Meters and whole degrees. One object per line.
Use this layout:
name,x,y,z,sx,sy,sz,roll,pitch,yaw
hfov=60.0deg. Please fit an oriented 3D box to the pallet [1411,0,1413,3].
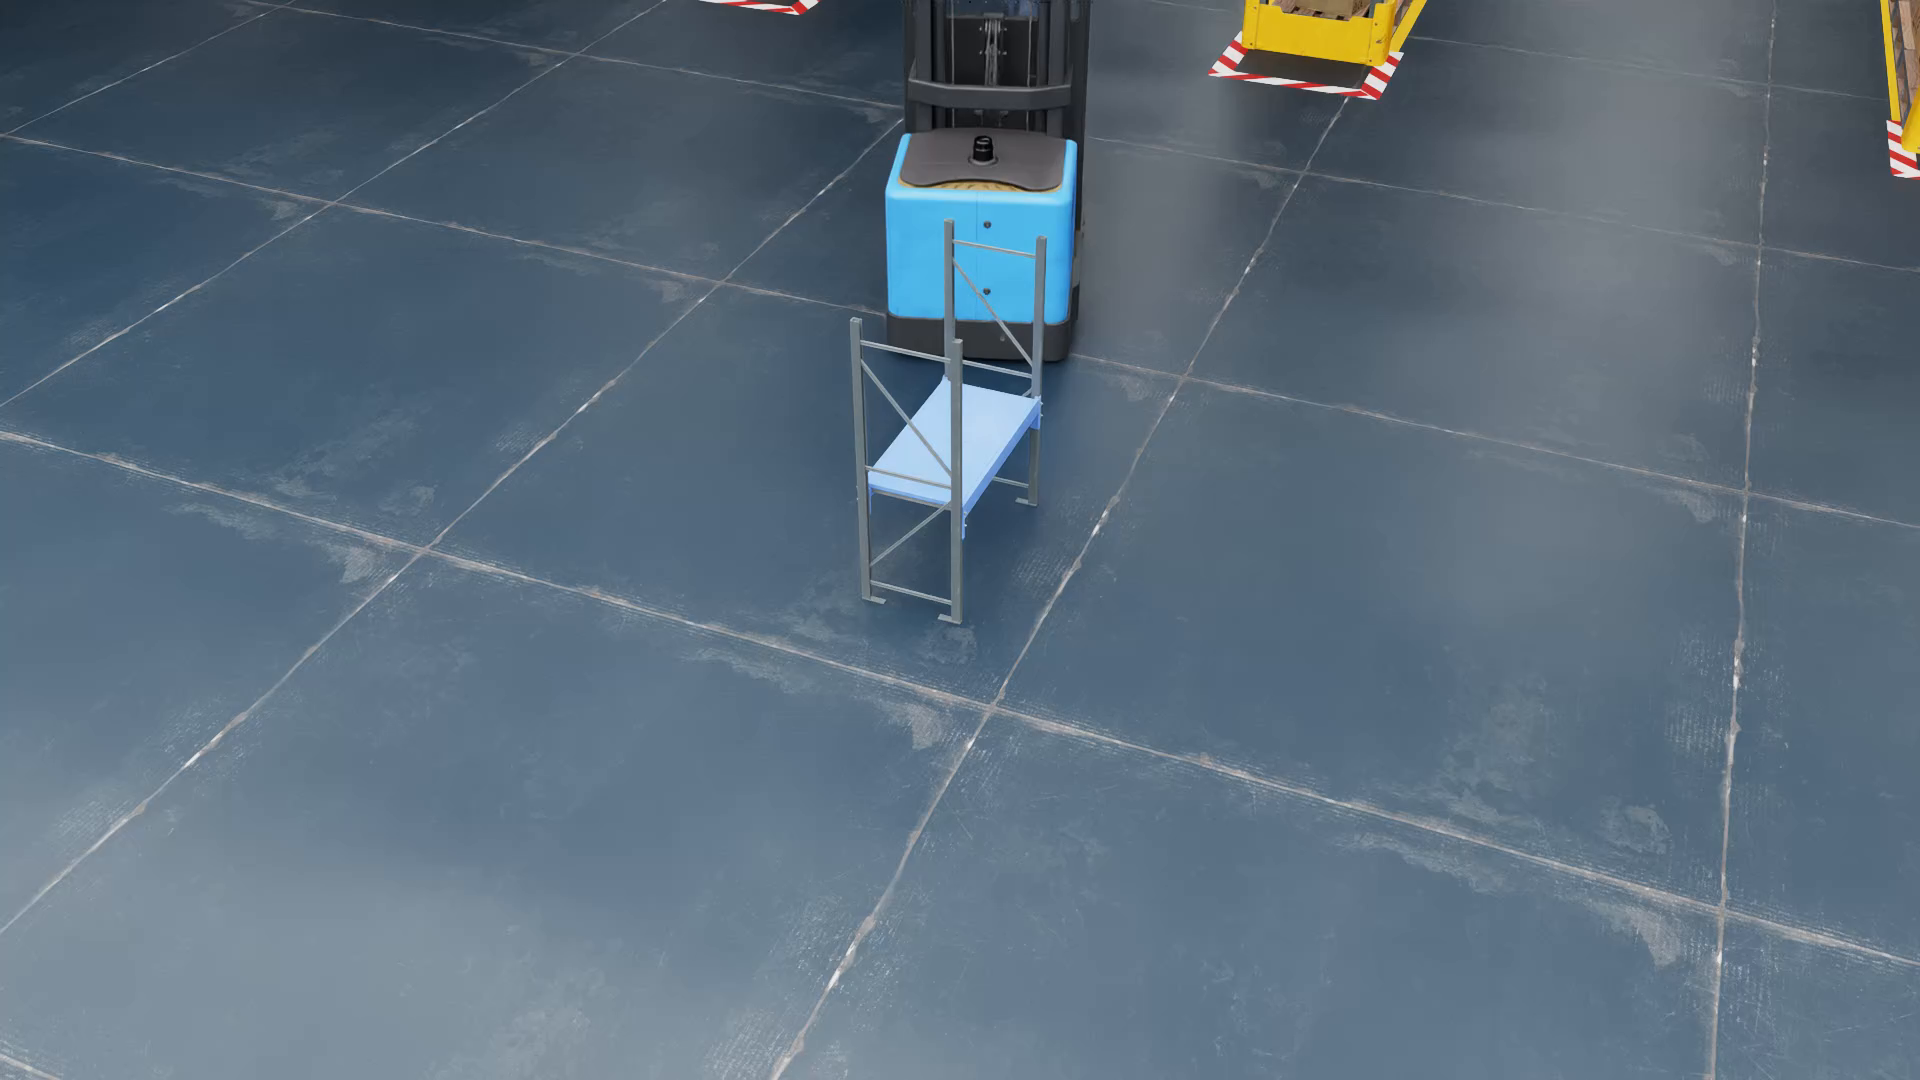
pallet,3.710,-5.212,15.047,1.003,0.211,1.213,14,39,18

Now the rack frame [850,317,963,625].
rack frame,-0.226,-0.272,7.361,0.500,1.500,0.032,14,39,18

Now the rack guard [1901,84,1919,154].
rack guard,7.413,-2.972,11.808,1.175,0.500,0.348,14,39,18

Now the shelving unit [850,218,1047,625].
shelving unit,-0.032,-0.553,7.738,0.538,1.500,1.048,14,39,18

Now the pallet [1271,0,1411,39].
pallet,3.244,-4.539,14.146,1.003,0.211,1.213,14,39,18

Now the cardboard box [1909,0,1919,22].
cardboard box,8.300,-4.686,13.437,0.875,0.875,0.875,14,39,18

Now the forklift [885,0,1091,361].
forklift,0.234,-3.063,9.900,1.130,2.935,3.031,3,37,4

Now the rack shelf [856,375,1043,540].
rack shelf,-0.032,-0.409,7.845,0.538,0.185,1.000,14,39,18

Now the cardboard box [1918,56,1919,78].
cardboard box,7.619,-3.694,12.110,0.875,0.875,0.875,14,39,18

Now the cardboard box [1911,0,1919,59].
cardboard box,7.952,-4.181,12.763,0.875,0.875,0.875,13,39,17

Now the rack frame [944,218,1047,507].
rack frame,0.161,-0.835,8.114,0.500,1.500,0.032,14,39,18

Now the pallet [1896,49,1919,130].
pallet,7.654,-3.330,12.528,1.003,0.211,1.213,14,39,18

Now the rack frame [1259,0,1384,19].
rack frame,2.873,-5.172,12.664,1.000,3.000,0.127,14,39,18

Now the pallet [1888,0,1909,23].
pallet,8.582,-4.681,14.336,1.003,0.211,1.213,14,39,18

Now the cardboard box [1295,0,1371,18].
cardboard box,3.127,-4.681,13.744,0.500,0.500,0.500,21,42,26

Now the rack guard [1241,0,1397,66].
rack guard,2.902,-4.213,13.469,1.175,0.500,0.348,14,39,18

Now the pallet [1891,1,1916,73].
pallet,8.120,-4.003,13.429,1.003,0.211,1.213,14,39,18
